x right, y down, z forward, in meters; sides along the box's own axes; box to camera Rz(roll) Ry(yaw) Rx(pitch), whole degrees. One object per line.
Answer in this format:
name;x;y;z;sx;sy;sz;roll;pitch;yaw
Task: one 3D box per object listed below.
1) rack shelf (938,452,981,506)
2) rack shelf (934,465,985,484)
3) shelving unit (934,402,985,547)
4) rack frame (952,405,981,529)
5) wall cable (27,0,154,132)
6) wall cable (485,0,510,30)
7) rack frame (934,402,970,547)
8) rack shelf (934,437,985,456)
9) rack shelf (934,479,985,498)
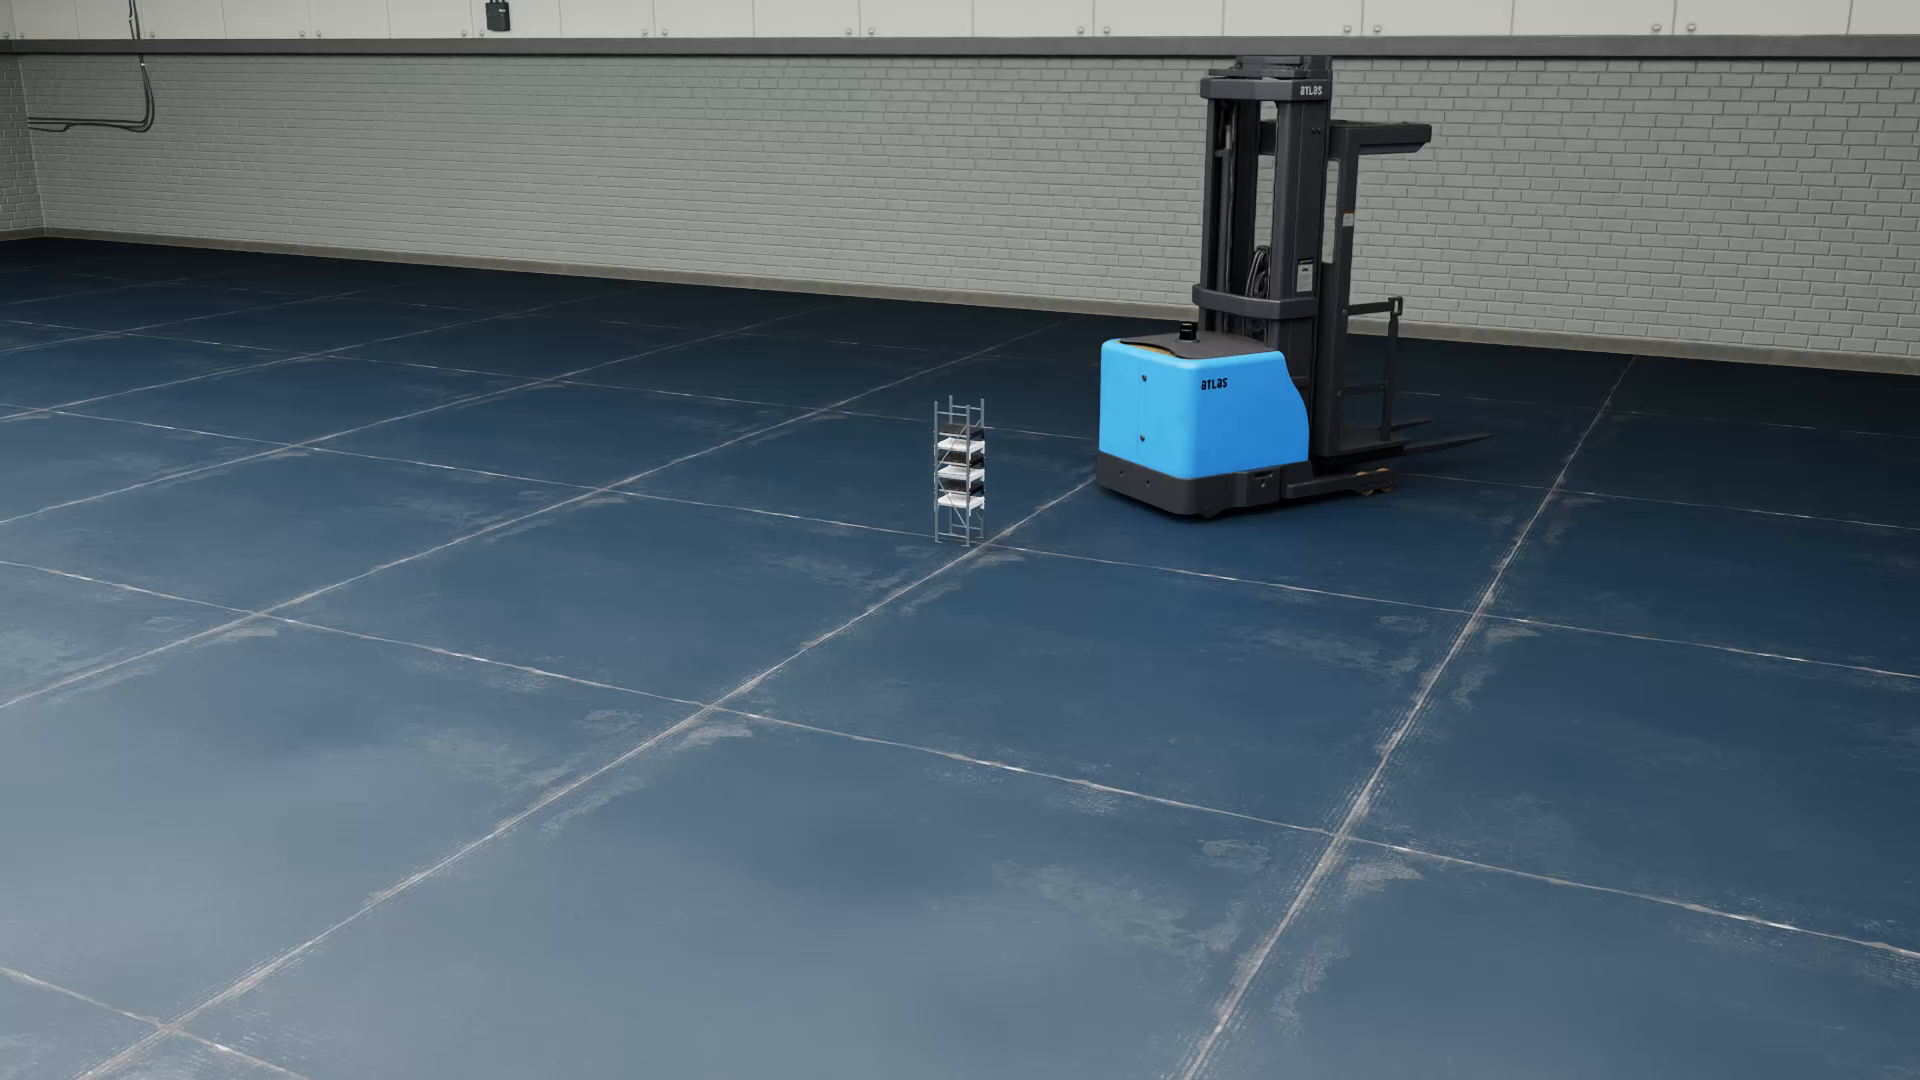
rack shelf;-0.004;-0.381;10.404;0.221;0.281;0.190;8;18;25
rack shelf;-0.004;-0.397;10.399;0.258;0.077;0.200;8;18;25
shelving unit;-0.004;-0.429;10.389;0.258;0.900;0.208;8;18;25
rack frame;0.041;-0.455;10.477;0.228;0.785;0.003;8;18;25
wall cable;-13.735;-7.623;25.839;3.097;2.526;0.112;8;18;25
wall cable;-5.249;-9.530;20.833;2.305;6.003;0.169;8;18;25
rack frame;-0.049;-0.403;10.302;0.240;0.900;0.006;8;18;25
rack shelf;-0.004;-0.570;10.348;0.258;0.077;0.200;8;18;25
rack shelf;-0.004;-0.311;10.424;0.258;0.077;0.200;8;18;25
